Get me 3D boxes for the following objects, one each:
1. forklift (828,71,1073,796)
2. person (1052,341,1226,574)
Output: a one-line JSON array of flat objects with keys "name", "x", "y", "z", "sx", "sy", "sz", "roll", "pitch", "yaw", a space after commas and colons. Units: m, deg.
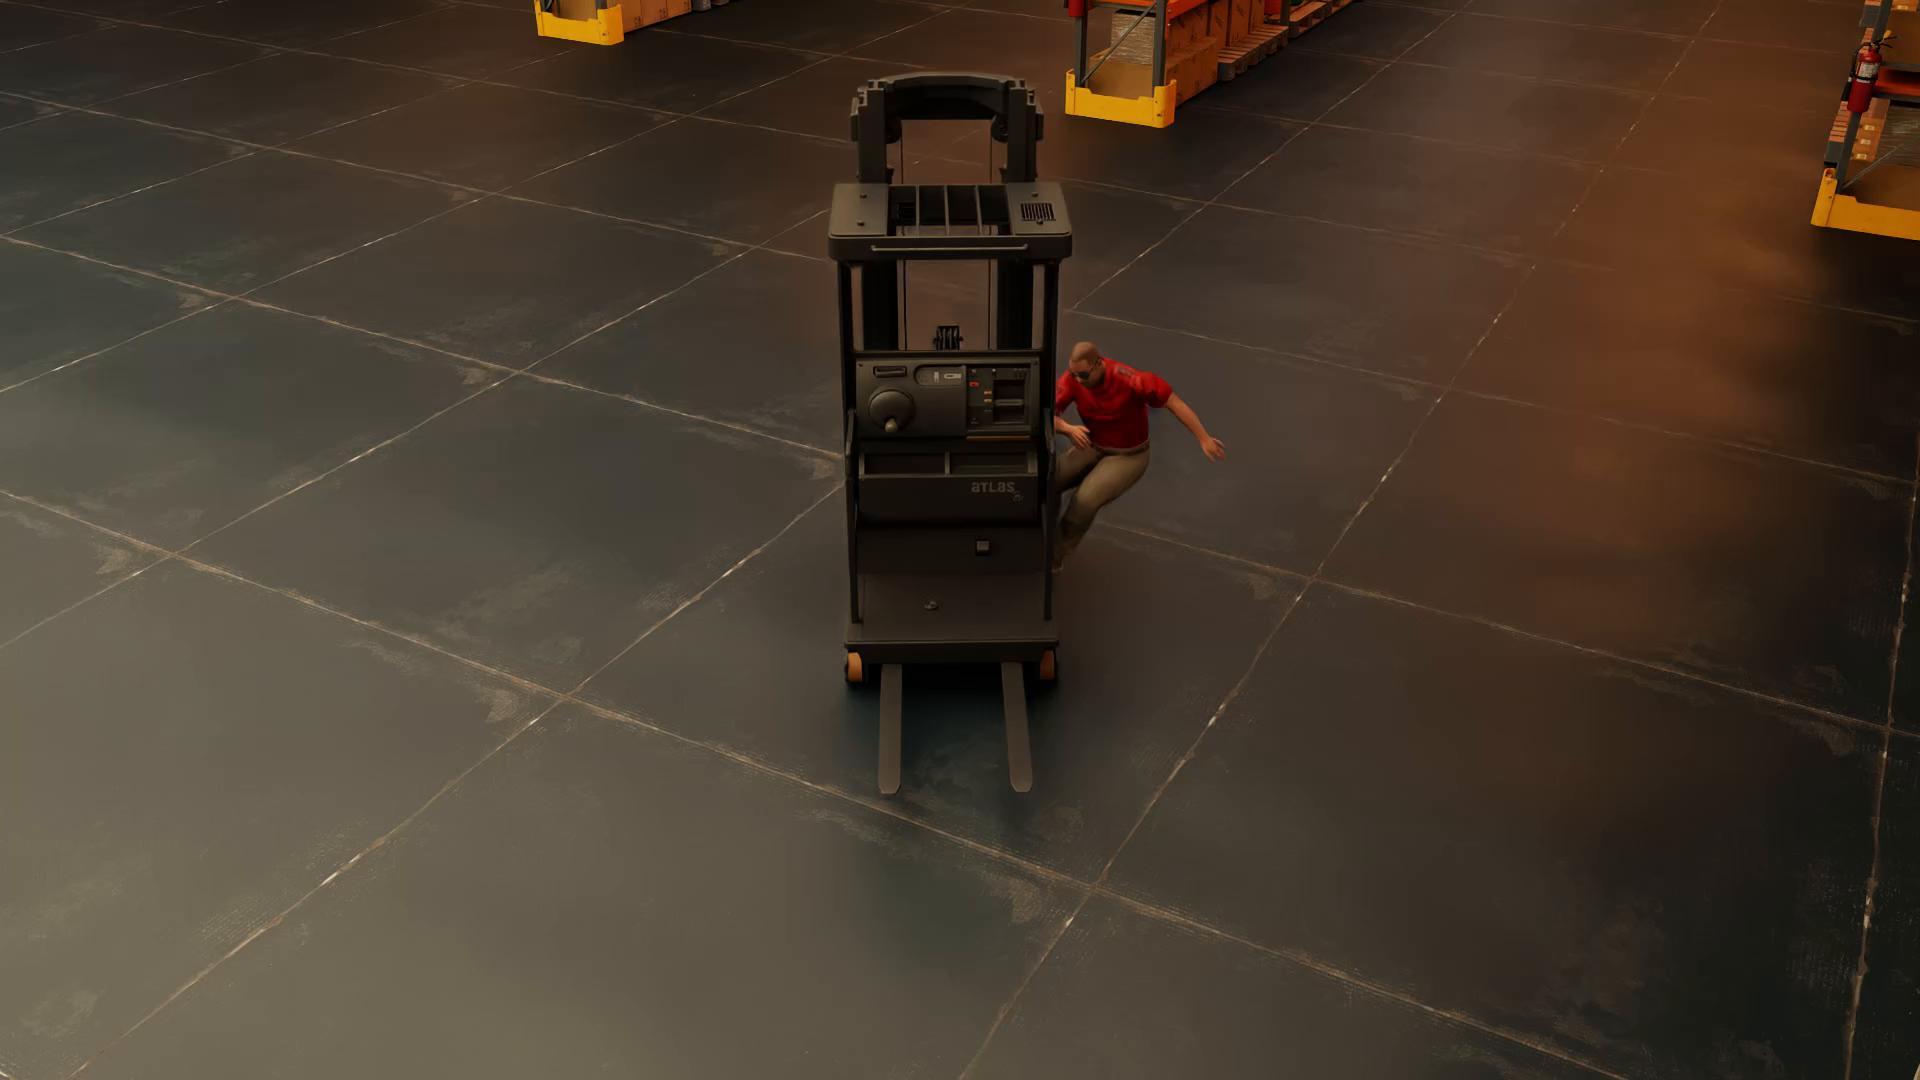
[{"name": "forklift", "x": -0.052, "y": -0.681, "z": 8.250, "sx": 1.130, "sy": 2.935, "sz": 3.031, "roll": -1, "pitch": 30, "yaw": -1}, {"name": "person", "x": 0.792, "y": -0.392, "z": 9.344, "sx": 1.082, "sy": 1.463, "sz": 0.945, "roll": 23, "pitch": 37, "yaw": 34}]
